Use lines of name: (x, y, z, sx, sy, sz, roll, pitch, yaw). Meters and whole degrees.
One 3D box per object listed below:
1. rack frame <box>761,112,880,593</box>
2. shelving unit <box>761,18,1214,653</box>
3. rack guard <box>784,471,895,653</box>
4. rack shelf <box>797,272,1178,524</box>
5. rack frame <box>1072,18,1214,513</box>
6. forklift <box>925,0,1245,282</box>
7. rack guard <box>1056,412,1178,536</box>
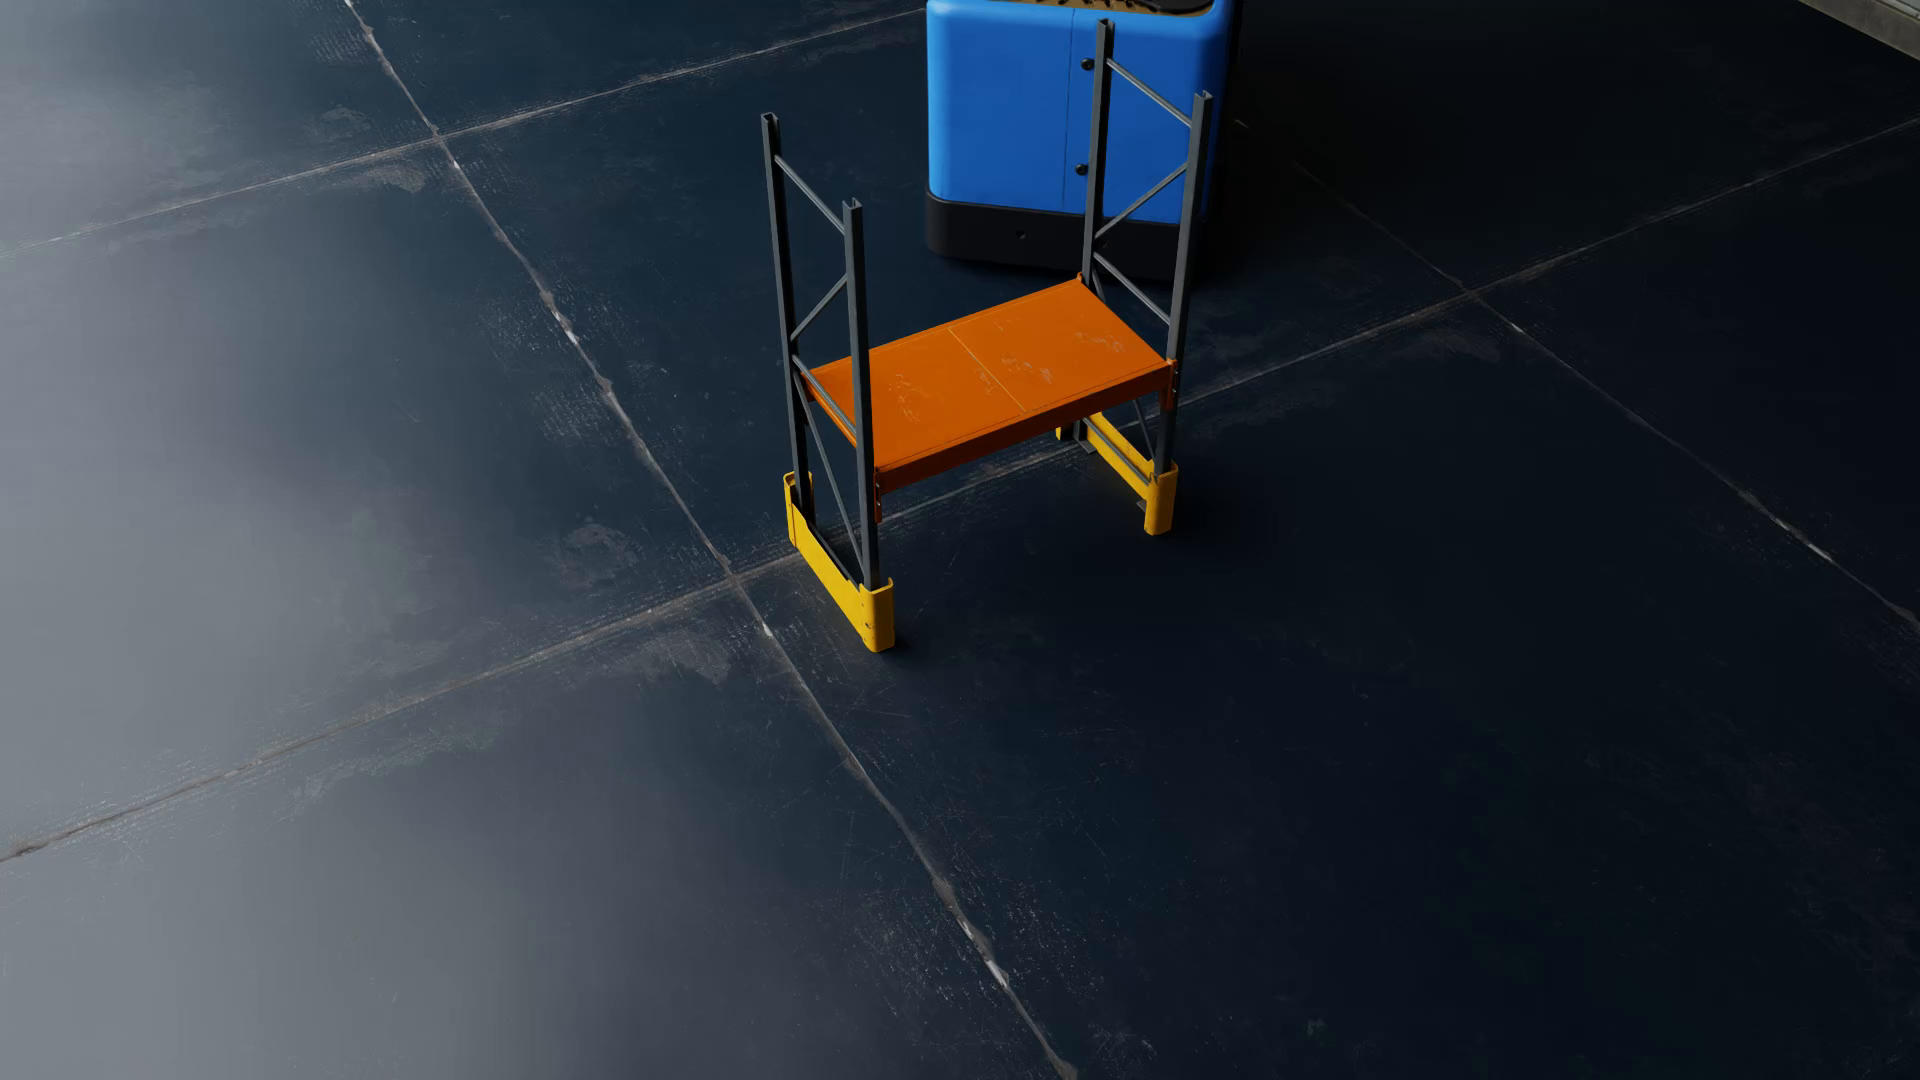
rack frame: (-0.367, -0.391, 4.576, 0.032, 1.500, 0.500, -22, 48, -21)
shelving unit: (0.066, -0.565, 4.755, 1.083, 1.500, 0.587, -22, 48, -21)
rack guard: (-0.366, 0.057, 5.012, 0.087, 0.250, 0.587, -22, 48, -21)
rack shelf: (0.074, -0.439, 4.883, 1.000, 0.185, 0.538, -22, 48, -21)
rack frame: (0.515, -0.744, 4.940, 0.032, 1.500, 0.500, -22, 48, -21)
forklift: (0.651, -3.042, 6.280, 1.130, 2.935, 3.031, 7, 45, 8)
rack guard: (0.498, -0.289, 5.368, 0.087, 0.250, 0.587, -22, 48, -21)
